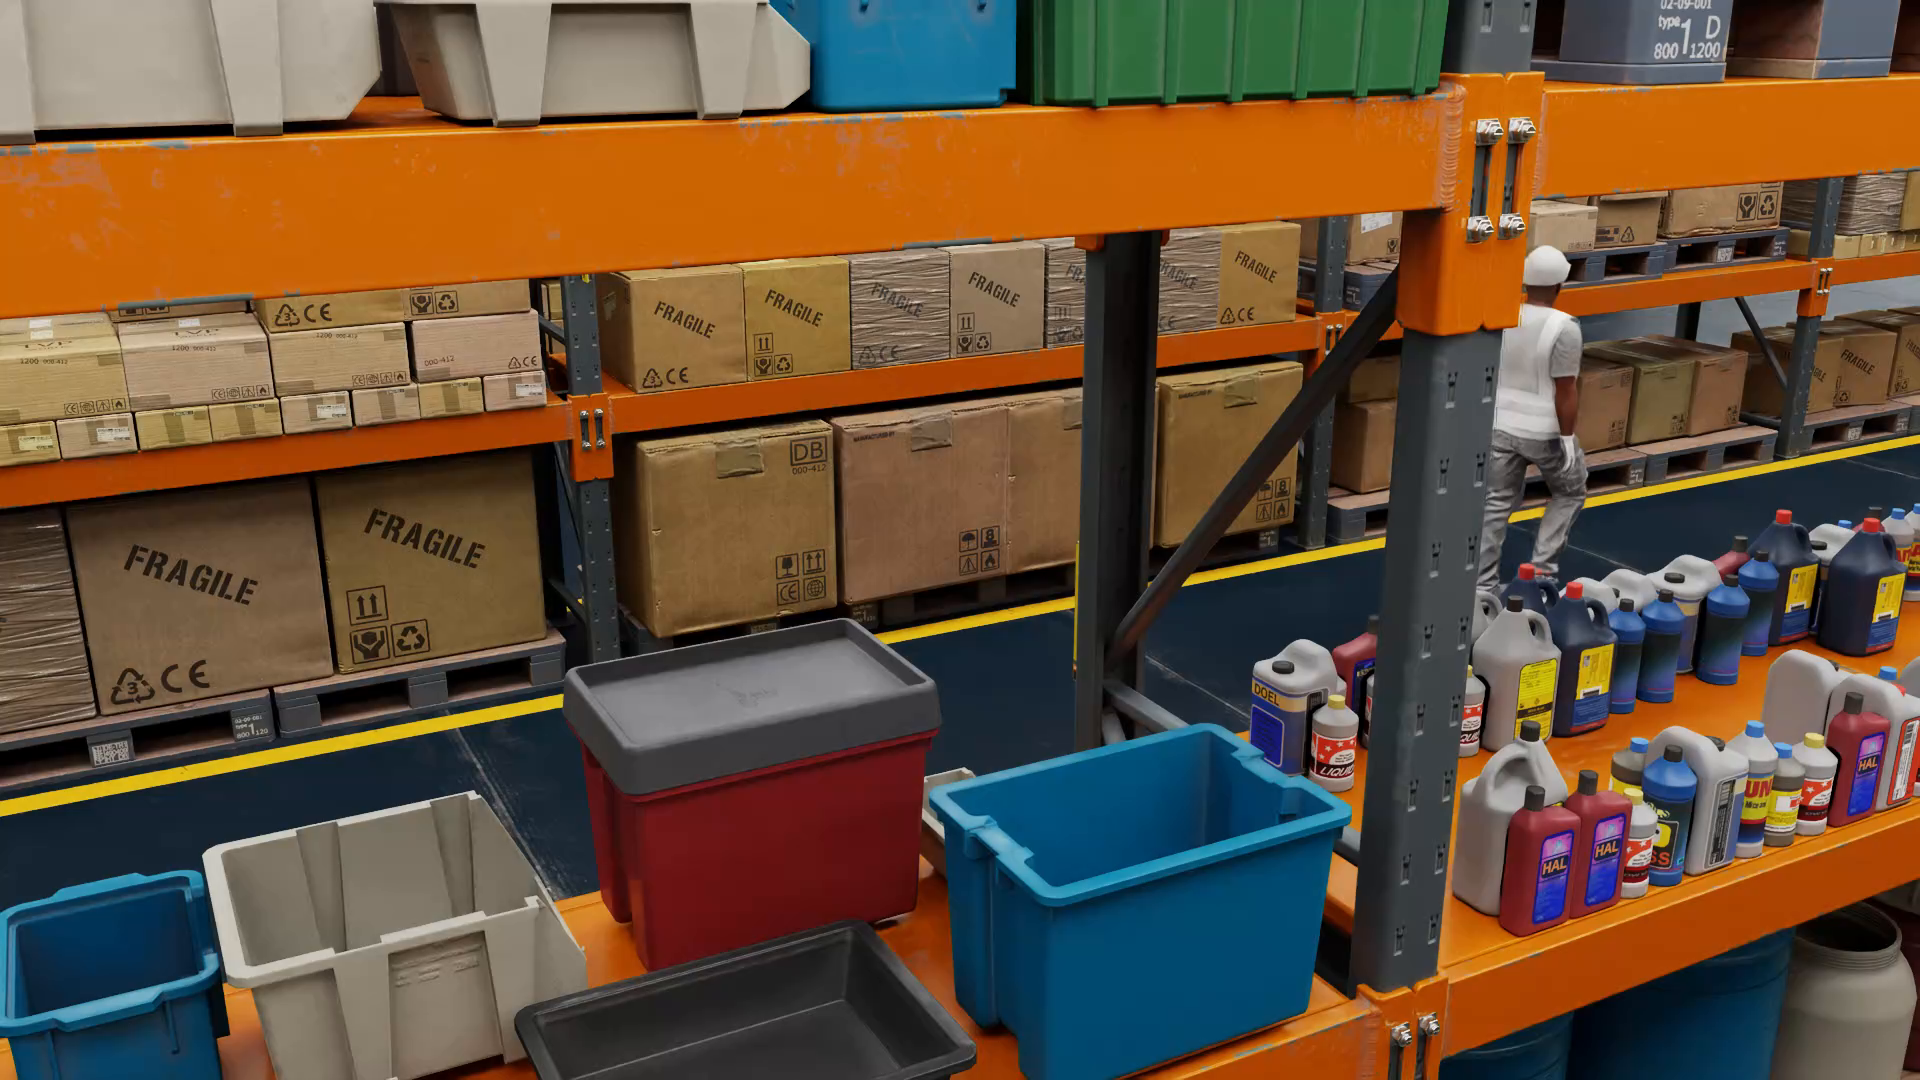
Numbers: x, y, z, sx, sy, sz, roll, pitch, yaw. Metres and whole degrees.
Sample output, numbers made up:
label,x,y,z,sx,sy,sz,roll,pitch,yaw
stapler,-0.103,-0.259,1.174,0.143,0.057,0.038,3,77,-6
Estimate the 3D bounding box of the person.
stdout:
label,x,y,z,sx,sy,sz,roll,pitch,yaw
person,2.775,-0.513,8.082,0.505,1.836,0.602,-15,23,-38
